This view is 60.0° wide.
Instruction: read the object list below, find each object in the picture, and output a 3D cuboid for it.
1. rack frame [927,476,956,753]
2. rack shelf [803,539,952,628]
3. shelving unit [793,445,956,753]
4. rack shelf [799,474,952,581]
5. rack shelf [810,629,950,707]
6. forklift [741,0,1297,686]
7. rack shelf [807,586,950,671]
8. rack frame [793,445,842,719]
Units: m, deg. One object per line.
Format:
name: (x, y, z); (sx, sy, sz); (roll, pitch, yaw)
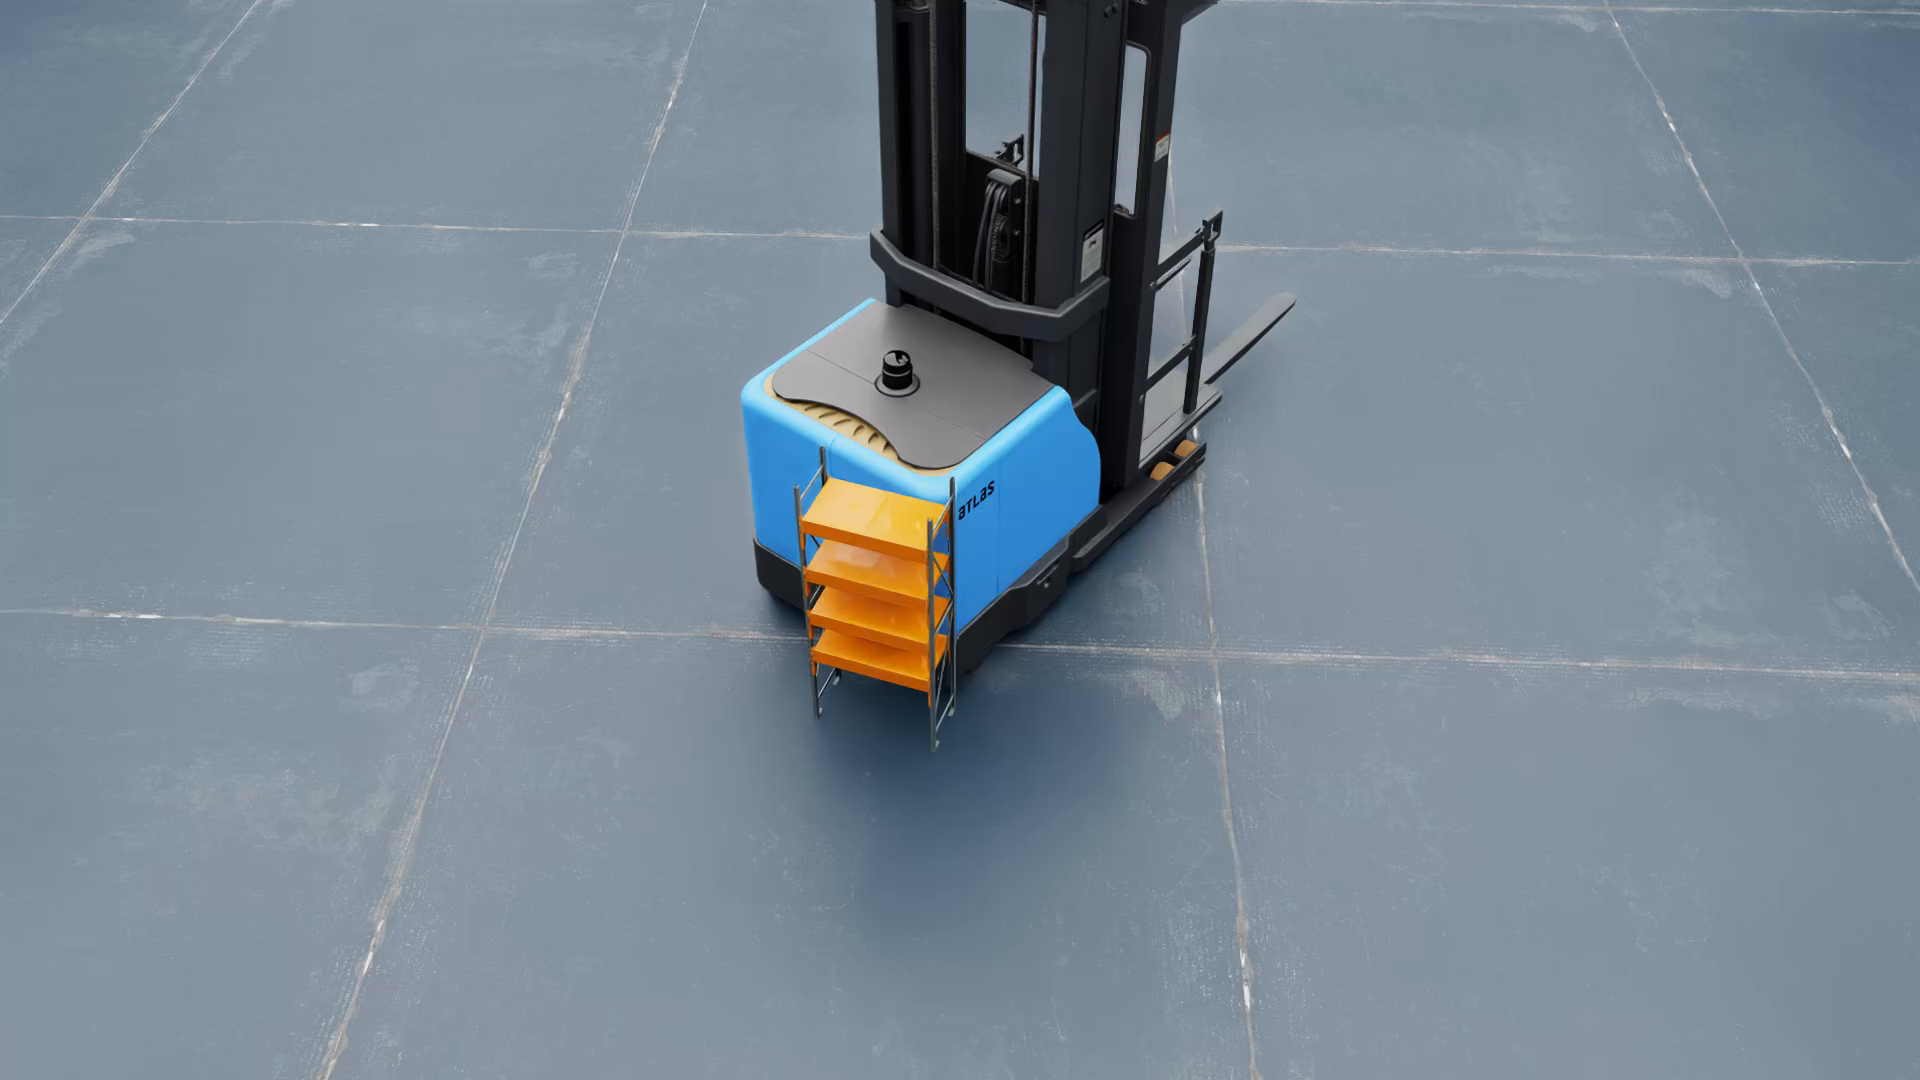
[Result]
rack frame: (-0.064, 0.297, 6.051); (0.015, 1.200, 0.240); (14, 45, 15)
rack shelf: (-0.293, 0.126, 6.005); (0.480, 0.148, 0.258); (14, 45, 15)
shelving unit: (-0.293, 0.240, 6.112); (0.503, 1.200, 0.258); (14, 45, 15)
rack shelf: (-0.293, -0.047, 5.844); (0.480, 0.148, 0.258); (14, 45, 15)
rack shelf: (-0.293, 0.435, 6.293); (0.480, 0.148, 0.258); (14, 45, 15)
forklift: (0.461, -1.447, 6.653); (1.130, 2.935, 3.031); (28, 50, 27)
rack shelf: (-0.293, 0.290, 6.158); (0.480, 0.148, 0.258); (14, 45, 15)
rack frame: (-0.522, 0.183, 6.173); (0.015, 1.200, 0.240); (14, 45, 15)
